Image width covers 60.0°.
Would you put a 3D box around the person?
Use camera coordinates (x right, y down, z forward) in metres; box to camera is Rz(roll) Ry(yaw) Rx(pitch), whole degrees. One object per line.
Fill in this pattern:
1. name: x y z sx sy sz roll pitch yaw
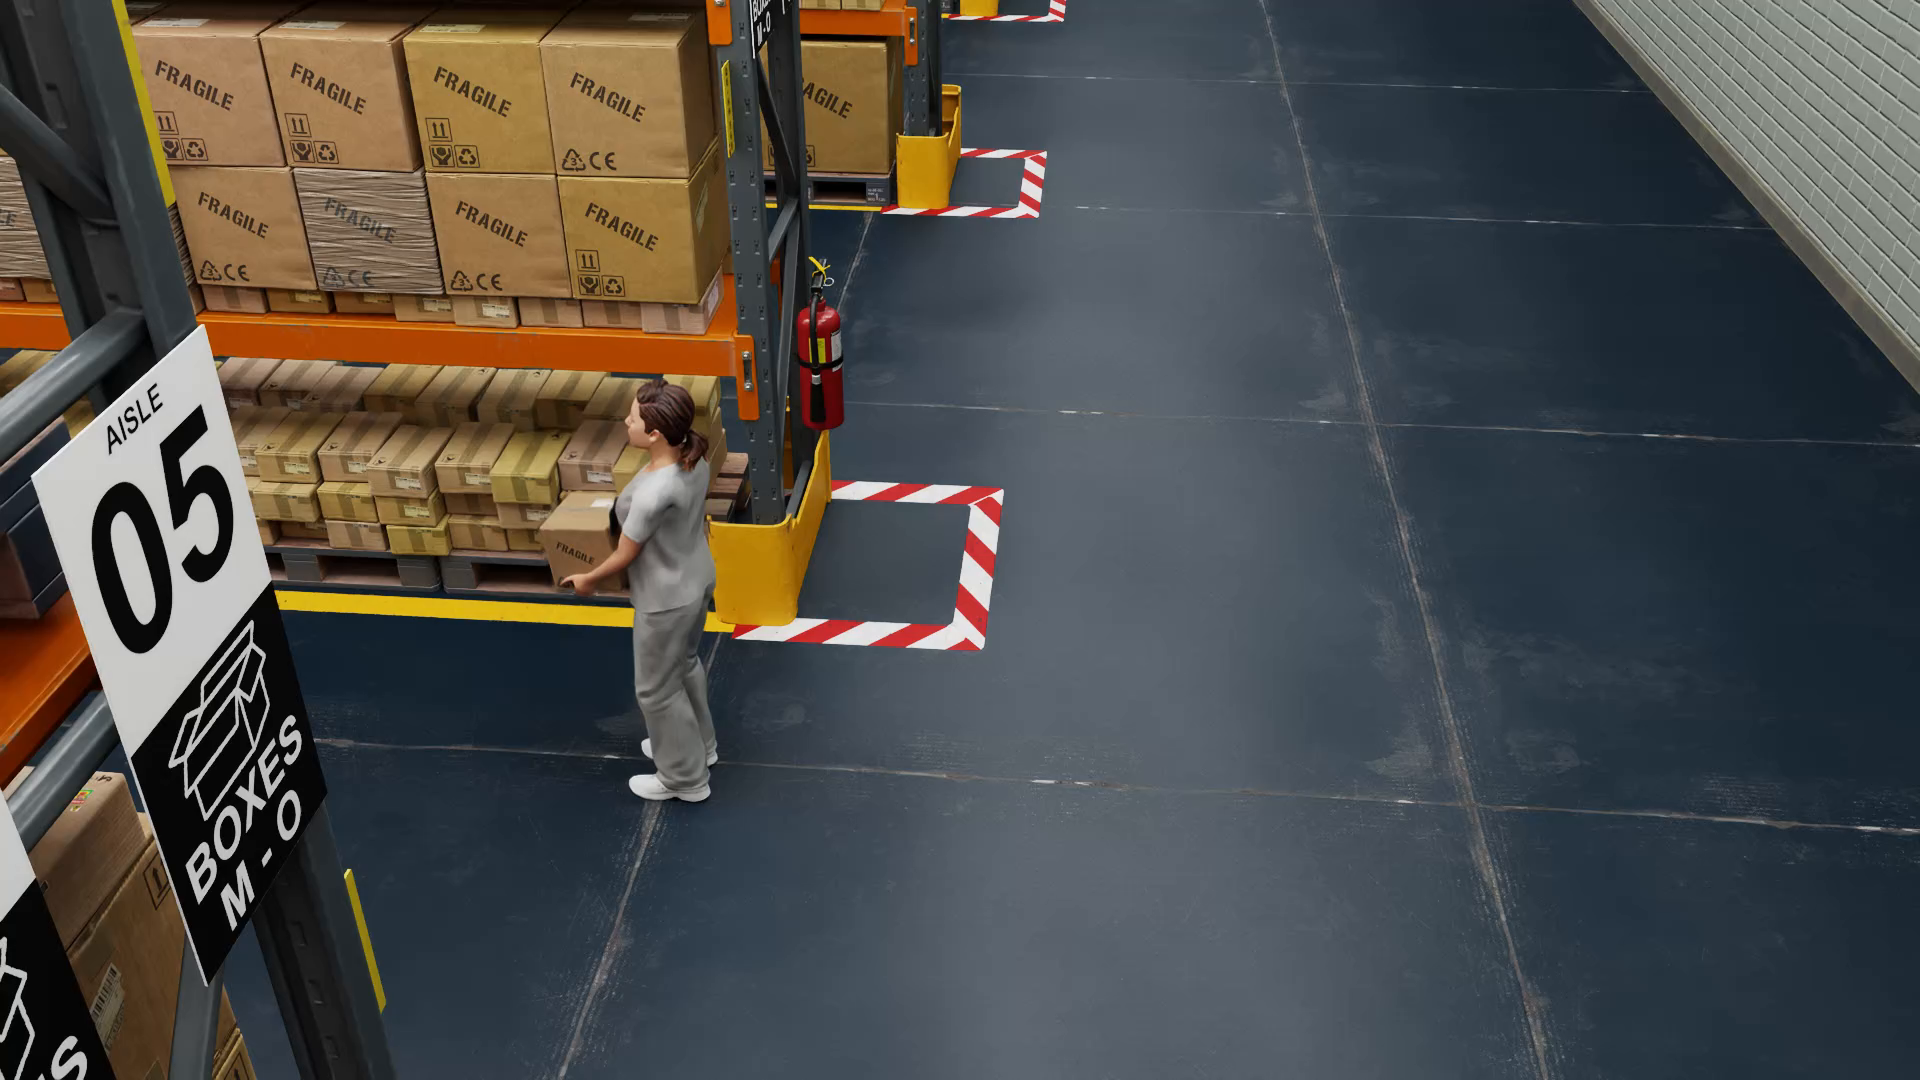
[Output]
1. person: -1.093 0.182 5.861 0.535 1.665 0.434 7 33 12
